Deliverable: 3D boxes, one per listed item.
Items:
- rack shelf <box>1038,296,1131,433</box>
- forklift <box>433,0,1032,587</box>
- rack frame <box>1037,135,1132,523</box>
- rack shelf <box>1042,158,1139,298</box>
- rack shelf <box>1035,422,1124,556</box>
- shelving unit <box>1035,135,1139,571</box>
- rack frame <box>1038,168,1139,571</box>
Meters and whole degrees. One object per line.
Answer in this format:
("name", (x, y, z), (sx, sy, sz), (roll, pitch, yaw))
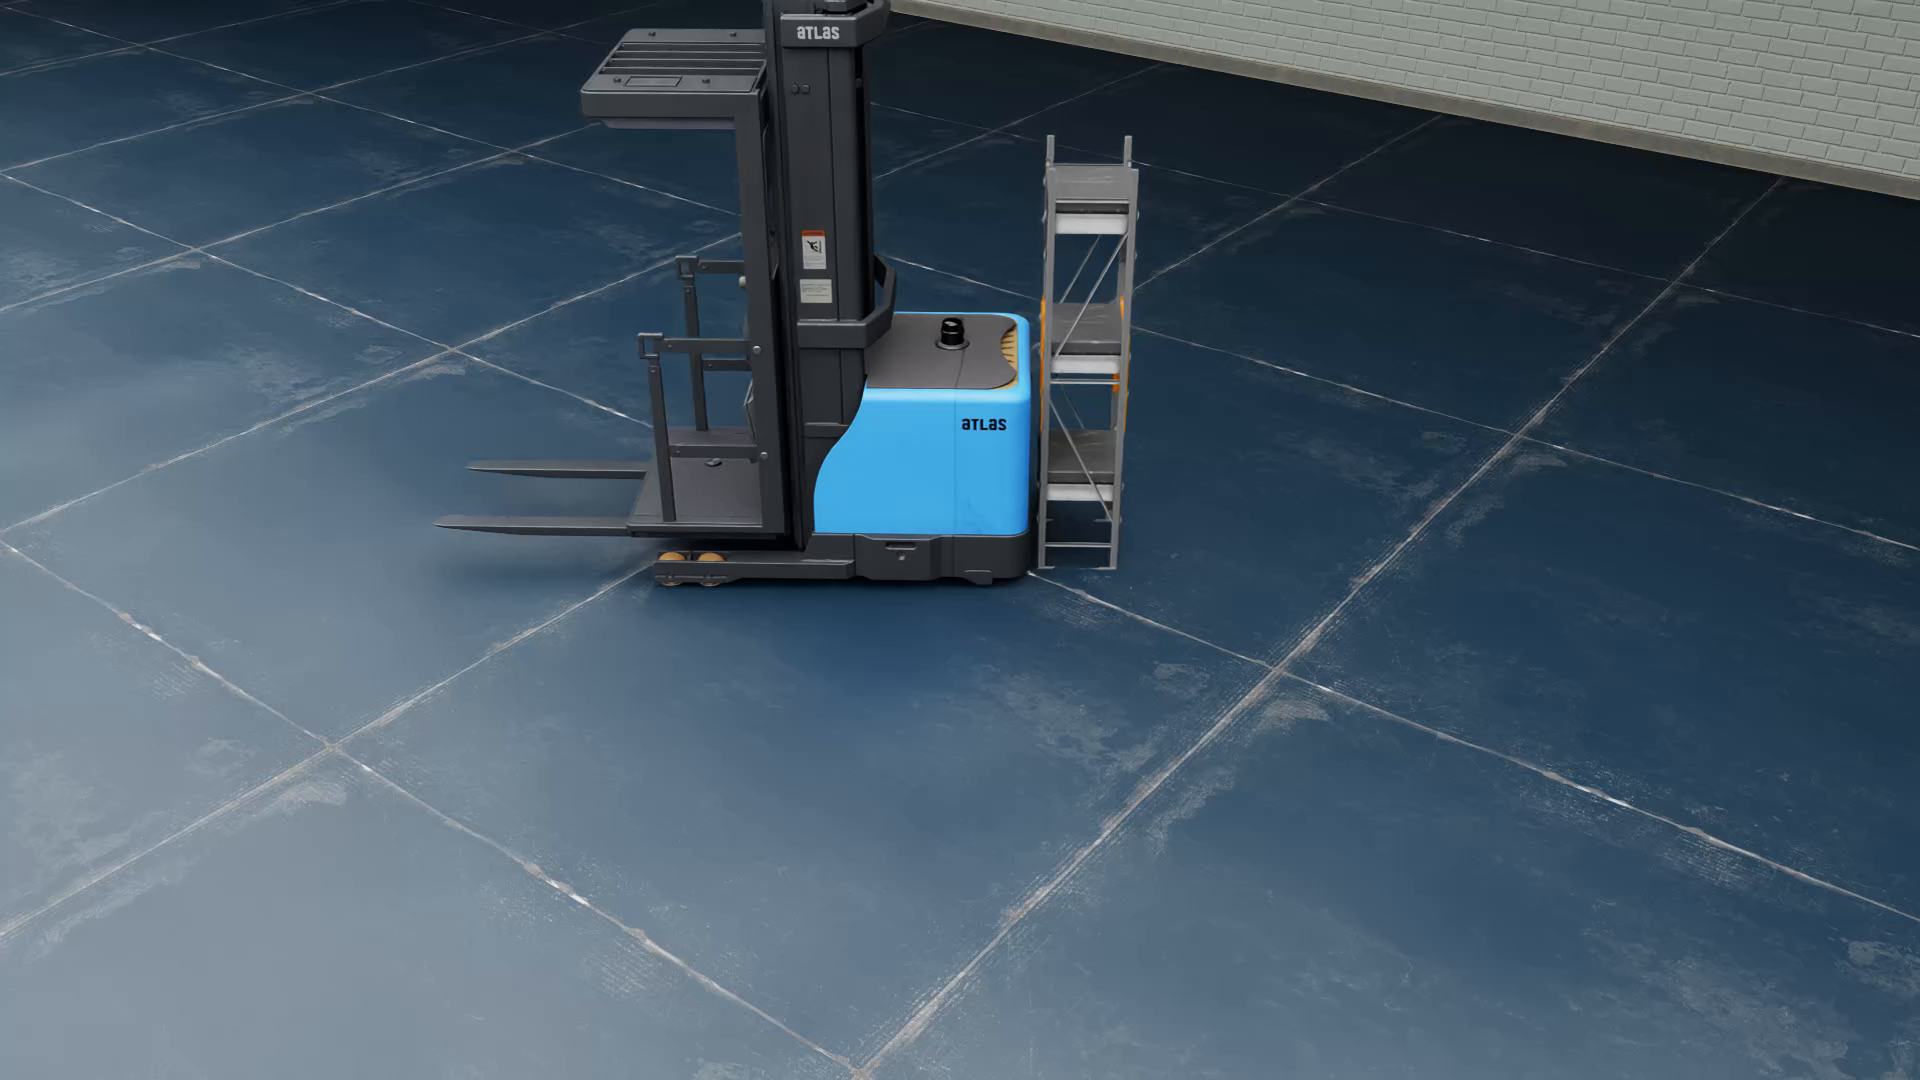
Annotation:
("rack shelf", (0.604, -0.867, 8.180), (0.431, 0.518, 0.480), (1, 31, 1))
("forklift", (-1.154, -1.296, 8.062), (3.031, 2.935, 1.130), (1, 31, 1))
("rack frame", (0.611, -1.003, 8.382), (0.400, 2.100, 0.015), (1, 31, 1))
("rack shelf", (0.604, -1.469, 7.823), (0.431, 0.518, 0.480), (1, 31, 1))
("rack shelf", (0.604, -0.264, 8.536), (0.431, 0.518, 0.480), (1, 31, 1))
("shelving unit", (0.604, -0.878, 8.173), (0.431, 2.100, 0.503), (1, 31, 1))
("rack frame", (0.598, -0.754, 7.963), (0.400, 2.100, 0.015), (1, 31, 1))
